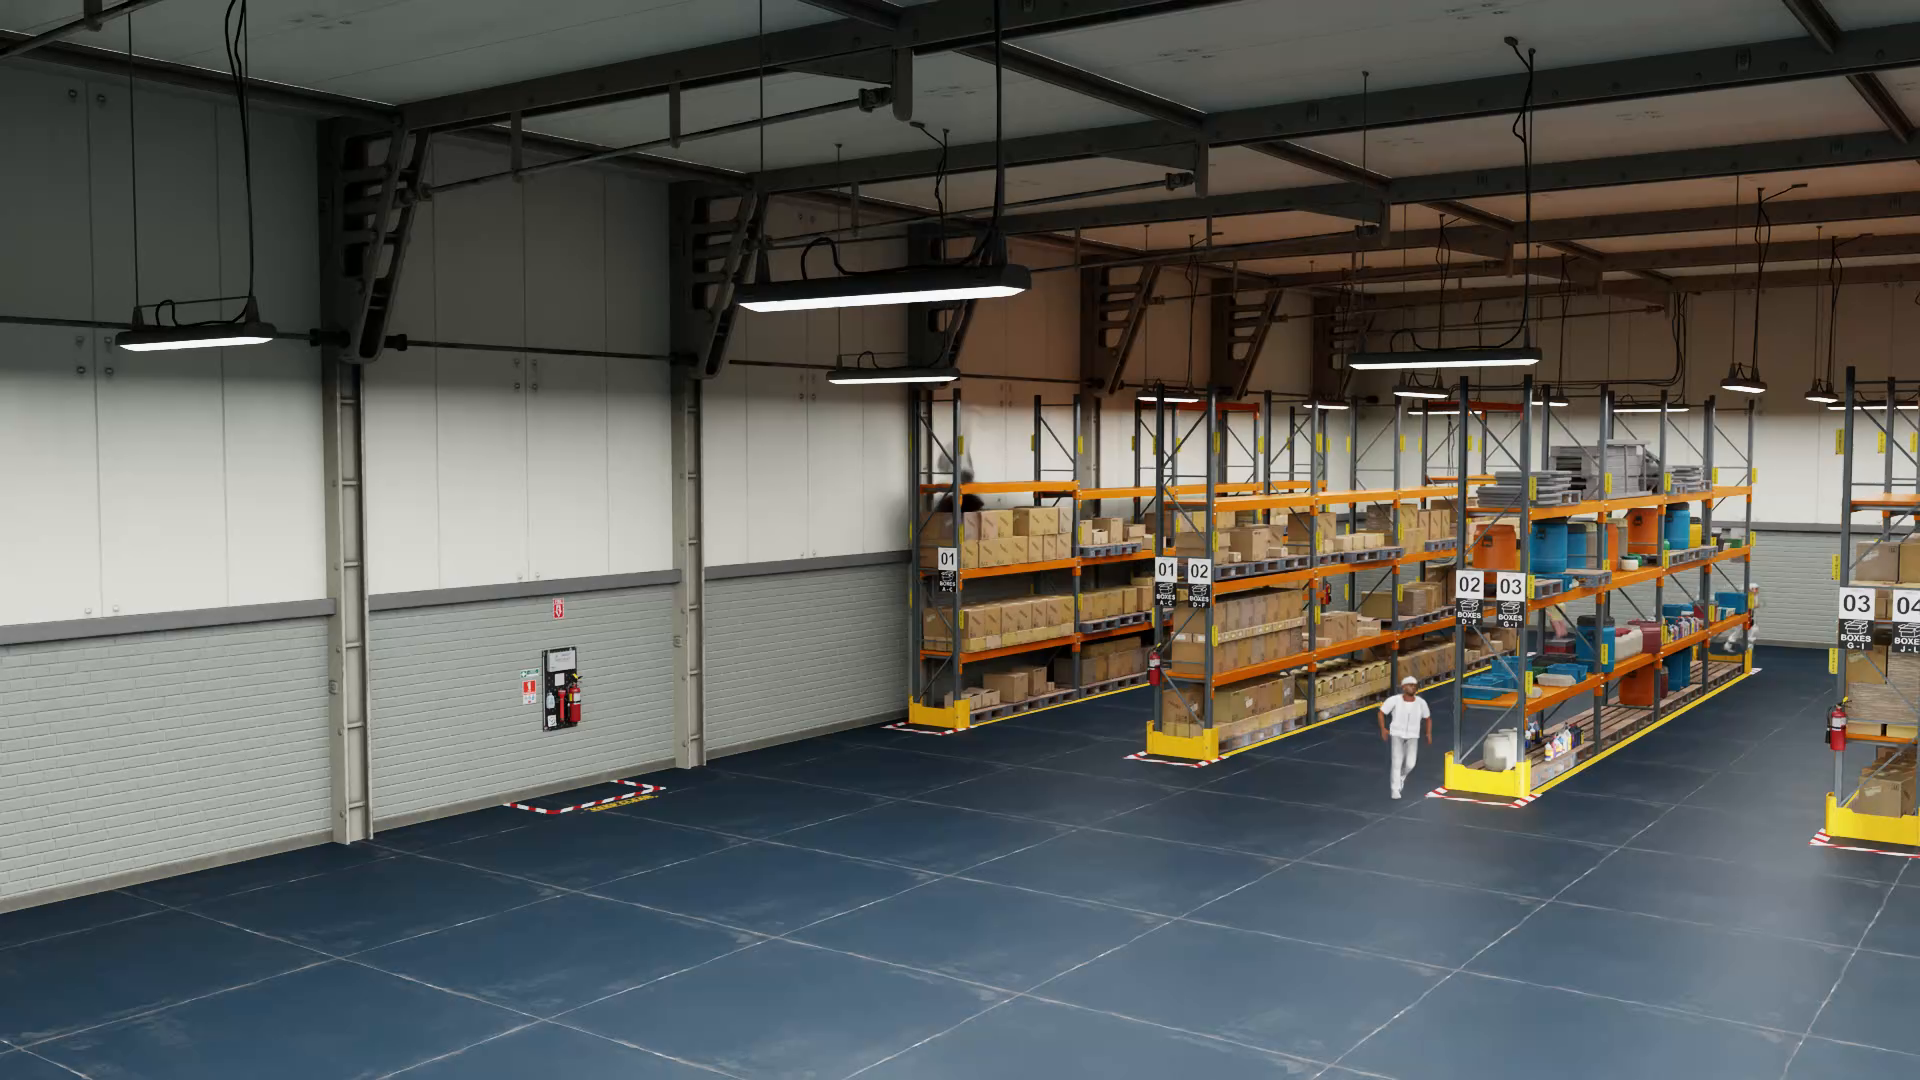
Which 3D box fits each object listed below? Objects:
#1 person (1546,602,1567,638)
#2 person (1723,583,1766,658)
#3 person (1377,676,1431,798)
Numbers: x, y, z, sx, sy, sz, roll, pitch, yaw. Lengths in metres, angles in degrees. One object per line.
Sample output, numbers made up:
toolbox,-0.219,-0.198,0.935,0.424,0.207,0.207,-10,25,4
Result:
person,14.286,1.937,39.760,0.581,1.617,0.655,-1,3,-10
person,18.589,1.882,39.422,0.646,1.764,0.942,-3,4,-42
person,6.338,2.805,23.679,0.759,1.710,0.516,0,3,6
